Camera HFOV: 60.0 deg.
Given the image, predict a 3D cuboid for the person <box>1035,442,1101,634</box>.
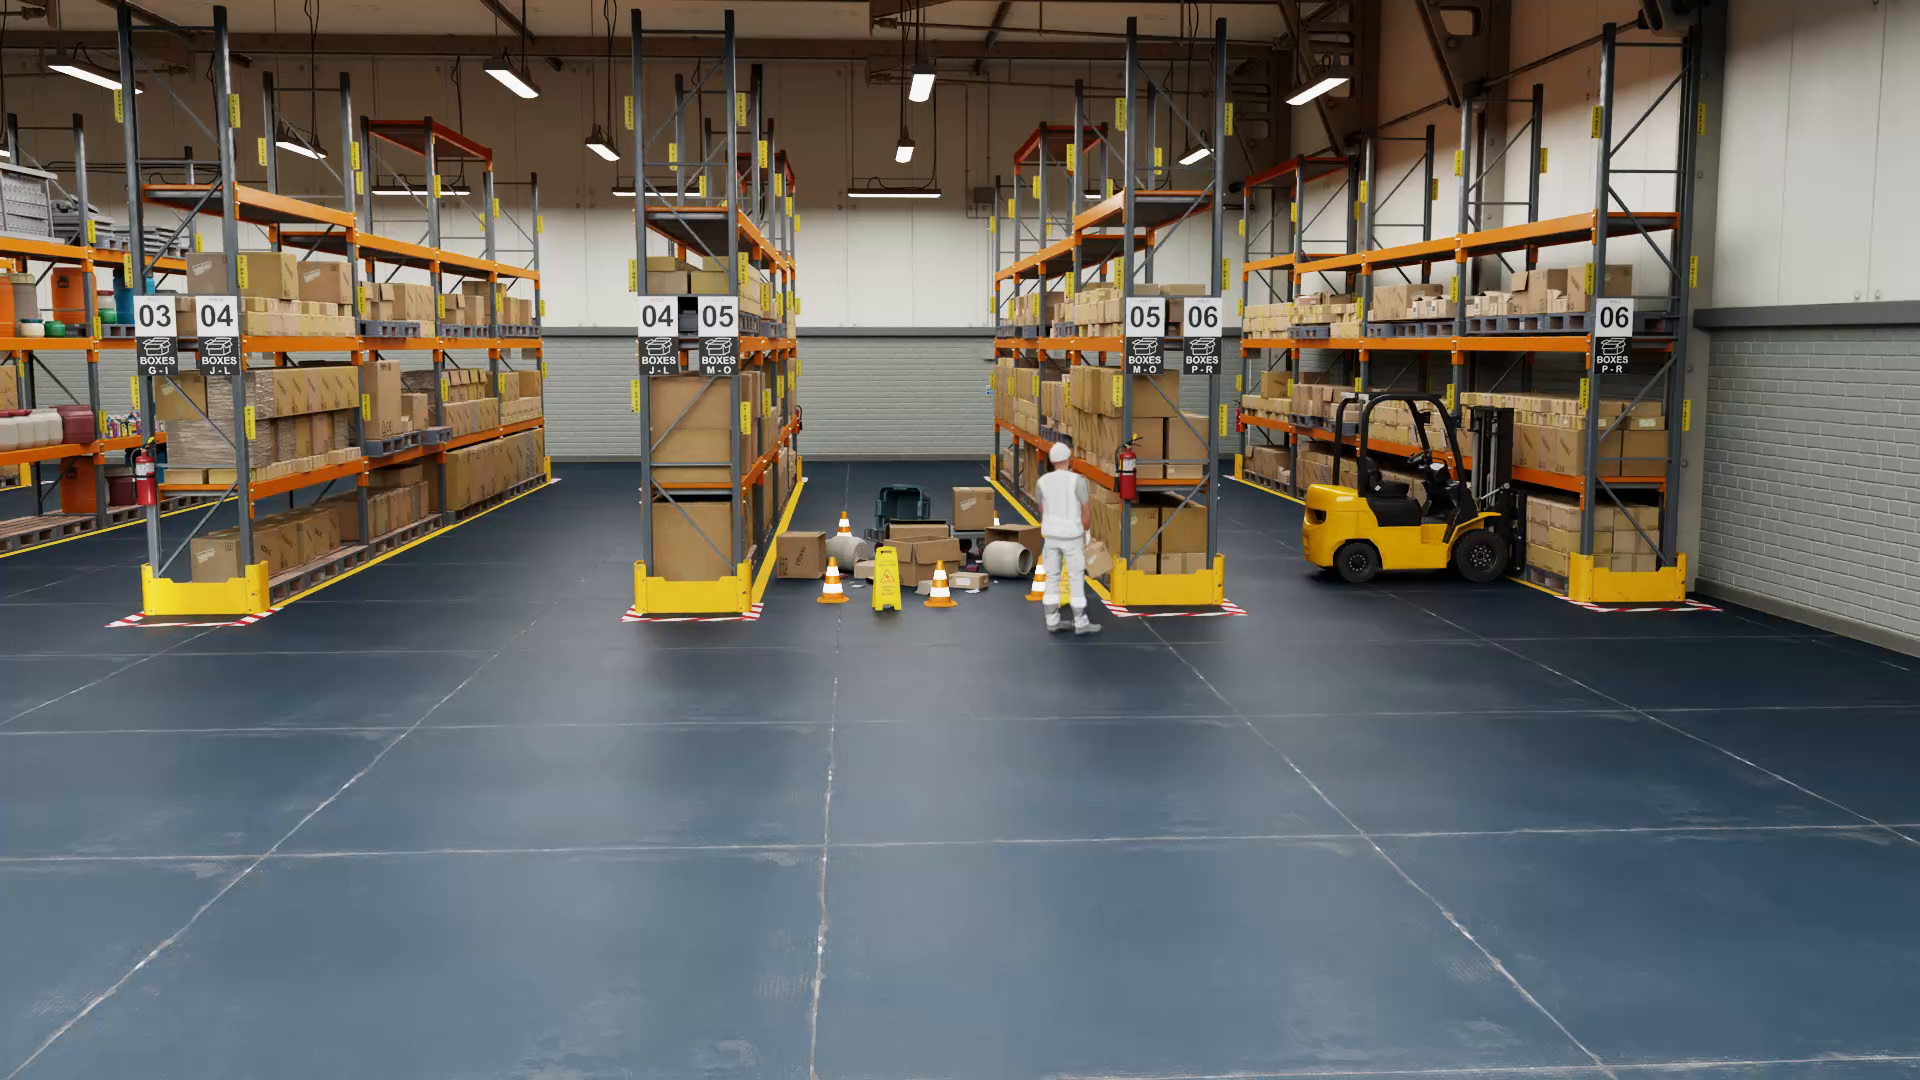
[{"bbox_3d":[1.017,-0.025,15.689,0.580,1.799,0.458,3,7,24],"label":"person"}]
